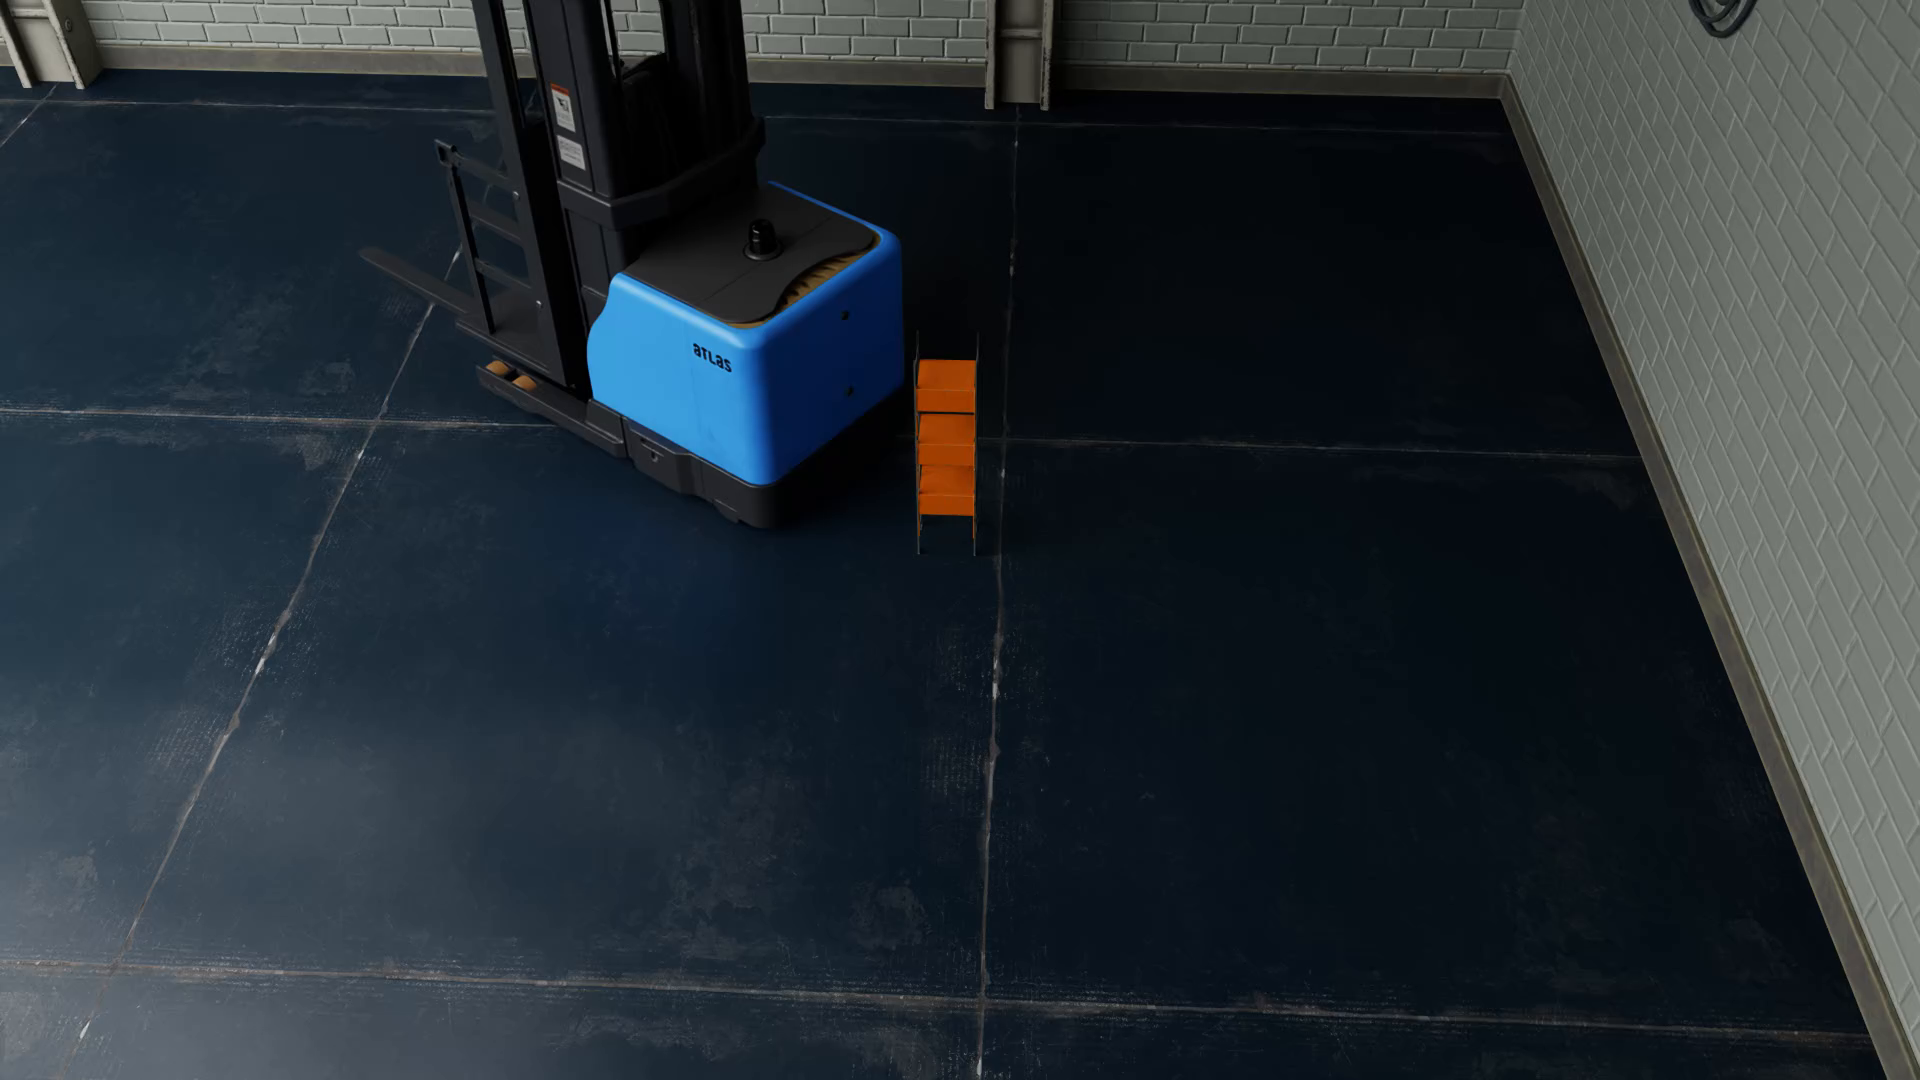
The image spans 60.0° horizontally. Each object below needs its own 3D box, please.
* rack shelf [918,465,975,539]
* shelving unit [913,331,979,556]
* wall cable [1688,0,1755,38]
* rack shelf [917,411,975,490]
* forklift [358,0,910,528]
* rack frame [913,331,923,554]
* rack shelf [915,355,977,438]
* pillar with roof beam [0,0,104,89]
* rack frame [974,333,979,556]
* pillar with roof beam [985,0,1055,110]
[{"bbox_3d":[-0.053,-0.175,7.176,0.240,0.259,0.215,2,43,2],"label":"rack shelf"},{"bbox_3d":[-0.053,-0.386,6.979,0.252,1.050,0.215,2,43,2],"label":"shelving unit"},{"bbox_3d":[3.241,-3.900,7.198,0.112,2.526,3.097,2,43,2],"label":"wall cable"},{"bbox_3d":[-0.053,-0.378,6.987,0.240,0.259,0.215,2,43,2],"label":"rack shelf"},{"bbox_3d":[-1.715,-1.953,7.282,3.031,2.935,1.130,28,50,26],"label":"forklift"},{"bbox_3d":[-0.175,-0.390,6.983,0.008,1.050,0.200,2,43,2],"label":"rack frame"},{"bbox_3d":[-0.053,-0.586,6.793,0.240,0.259,0.215,2,43,2],"label":"rack shelf"},{"bbox_3d":[-5.830,-3.280,4.254,0.400,9.000,9.100,2,43,2],"label":"pillar with roof beam"},{"bbox_3d":[0.068,-0.382,6.975,0.008,1.050,0.200,2,43,2],"label":"rack frame"},{"bbox_3d":[0.164,-3.096,4.057,0.400,9.000,9.100,2,43,2],"label":"pillar with roof beam"}]
